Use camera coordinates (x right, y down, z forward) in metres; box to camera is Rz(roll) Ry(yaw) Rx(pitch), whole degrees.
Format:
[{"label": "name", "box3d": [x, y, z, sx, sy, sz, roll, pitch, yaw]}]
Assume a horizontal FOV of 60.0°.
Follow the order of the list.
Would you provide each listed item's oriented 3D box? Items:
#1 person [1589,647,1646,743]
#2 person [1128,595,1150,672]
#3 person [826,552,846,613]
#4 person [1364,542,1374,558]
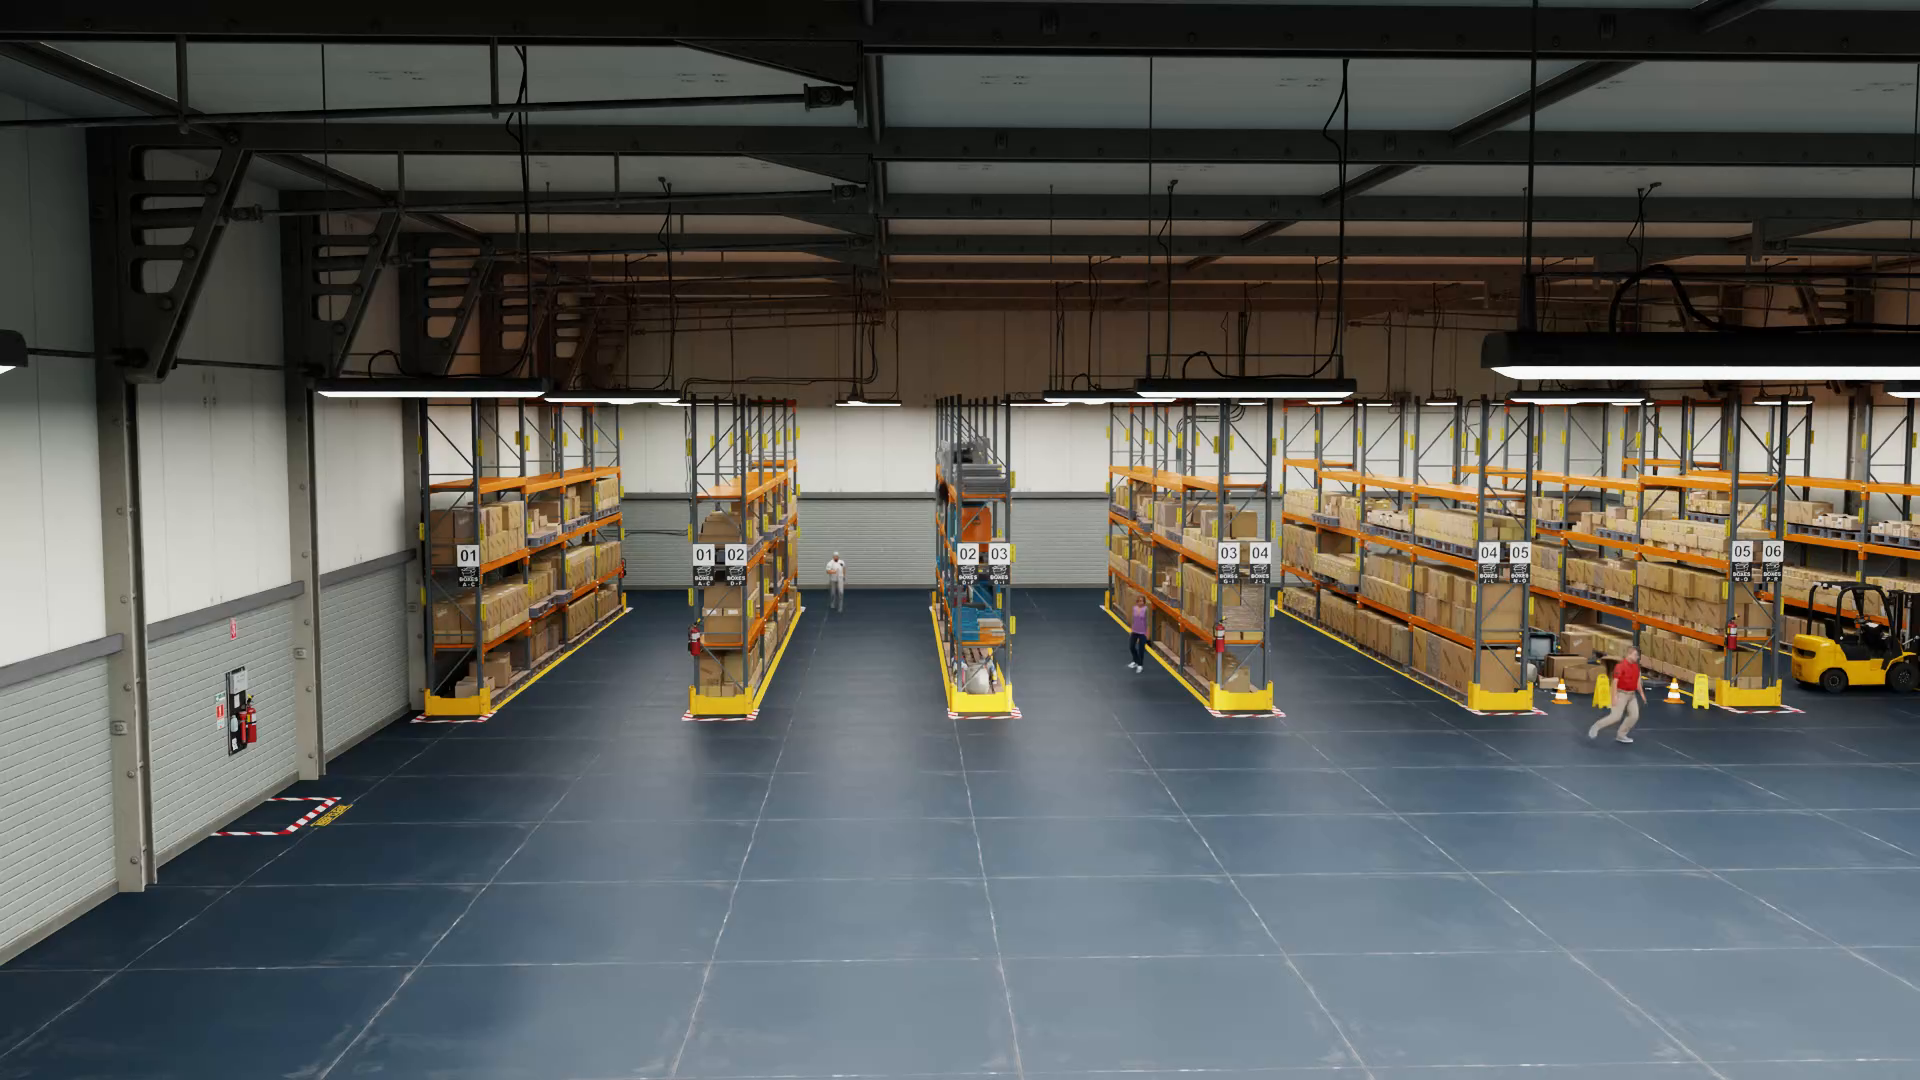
[{"label": "person", "box3d": [11.296, 2.645, 28.570, 0.797, 1.652, 0.658, -3, 5, -31]}, {"label": "person", "box3d": [3.716, 1.933, 34.476, 0.521, 1.617, 0.418, 3, 5, 30]}, {"label": "person", "box3d": [-3.511, 1.186, 47.131, 0.573, 1.724, 0.842, -1, 5, -11]}, {"label": "person", "box3d": [12.281, 0.910, 50.112, 0.908, 1.704, 0.662, -2, 5, -19]}]
